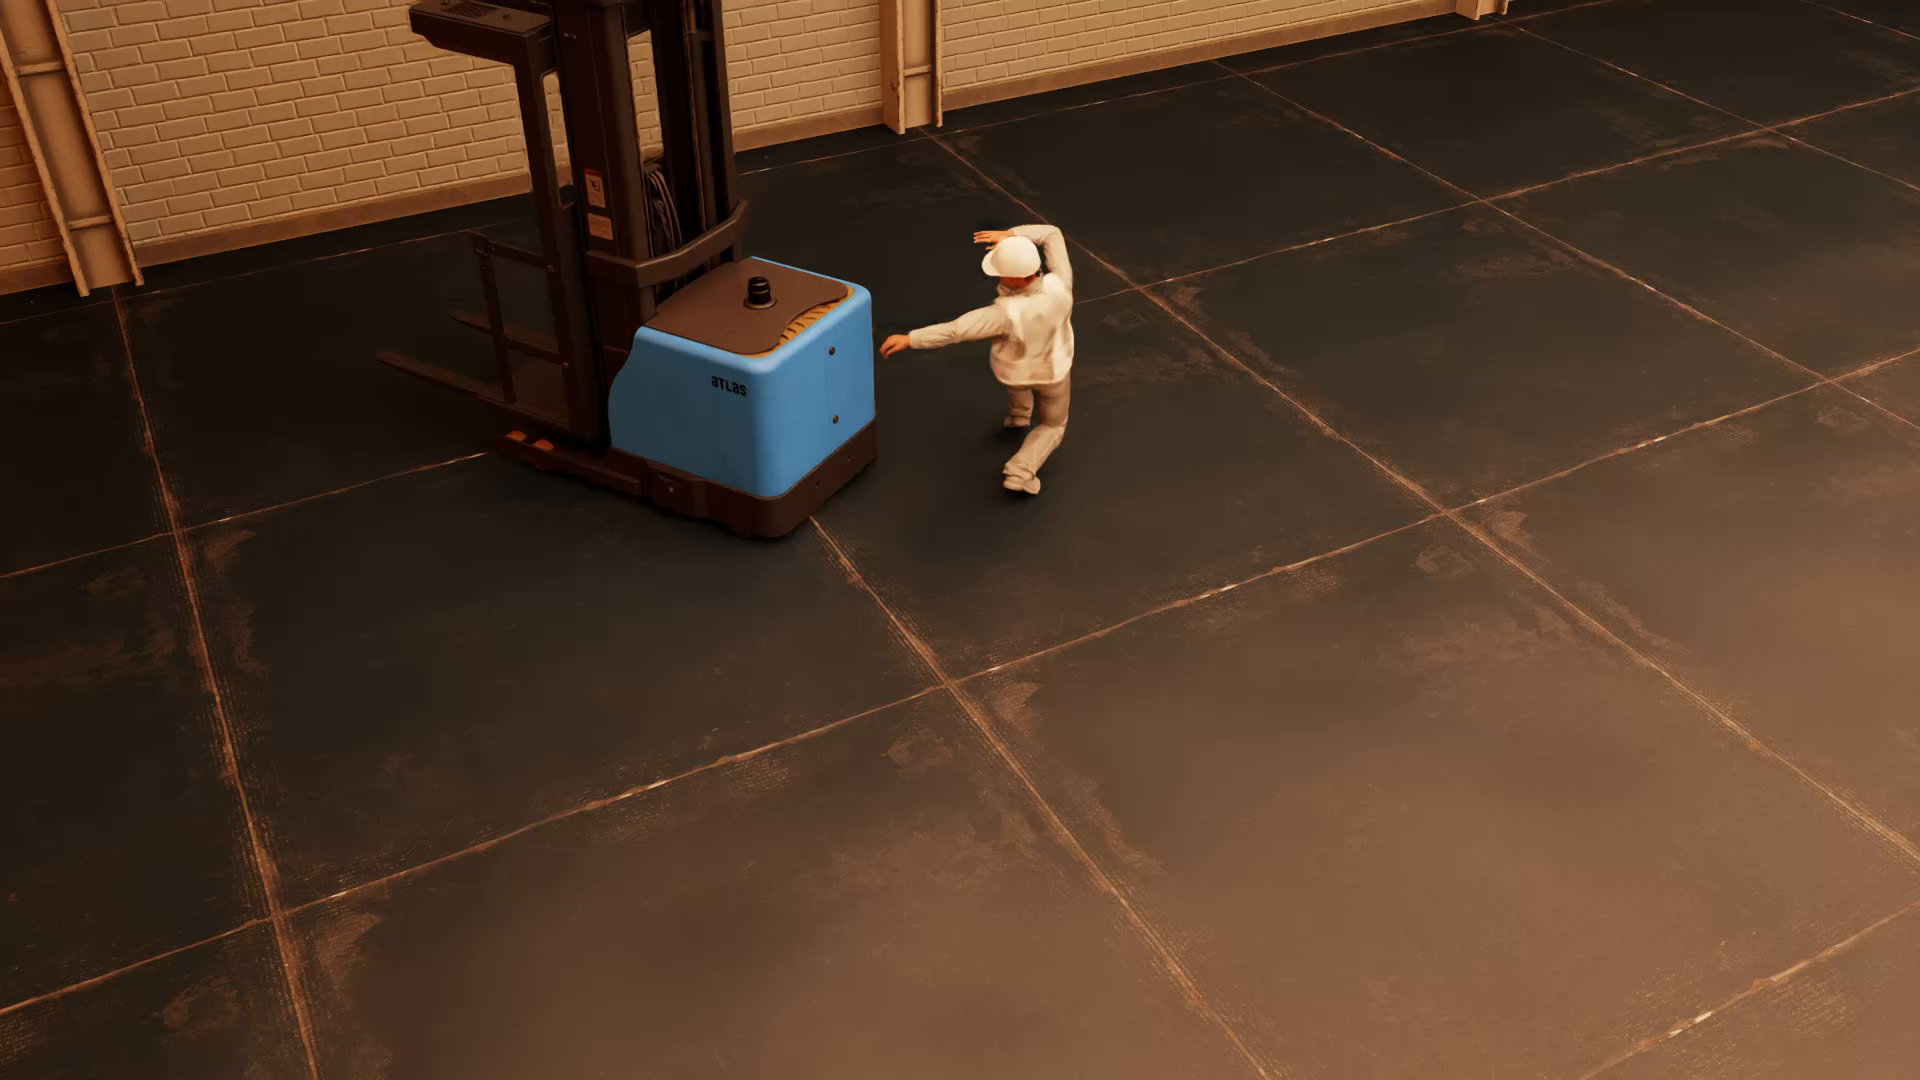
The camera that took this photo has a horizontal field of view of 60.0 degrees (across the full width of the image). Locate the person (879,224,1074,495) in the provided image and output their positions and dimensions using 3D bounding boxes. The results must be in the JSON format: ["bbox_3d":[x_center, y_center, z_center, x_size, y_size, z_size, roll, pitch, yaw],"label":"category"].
[{"bbox_3d":[0.096,-1.030,8.857,1.012,1.488,0.918,0,35,1],"label":"person"}]

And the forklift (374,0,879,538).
[{"bbox_3d":[-1.982,-1.827,8.708,3.031,2.935,1.130,19,39,24],"label":"forklift"}]
